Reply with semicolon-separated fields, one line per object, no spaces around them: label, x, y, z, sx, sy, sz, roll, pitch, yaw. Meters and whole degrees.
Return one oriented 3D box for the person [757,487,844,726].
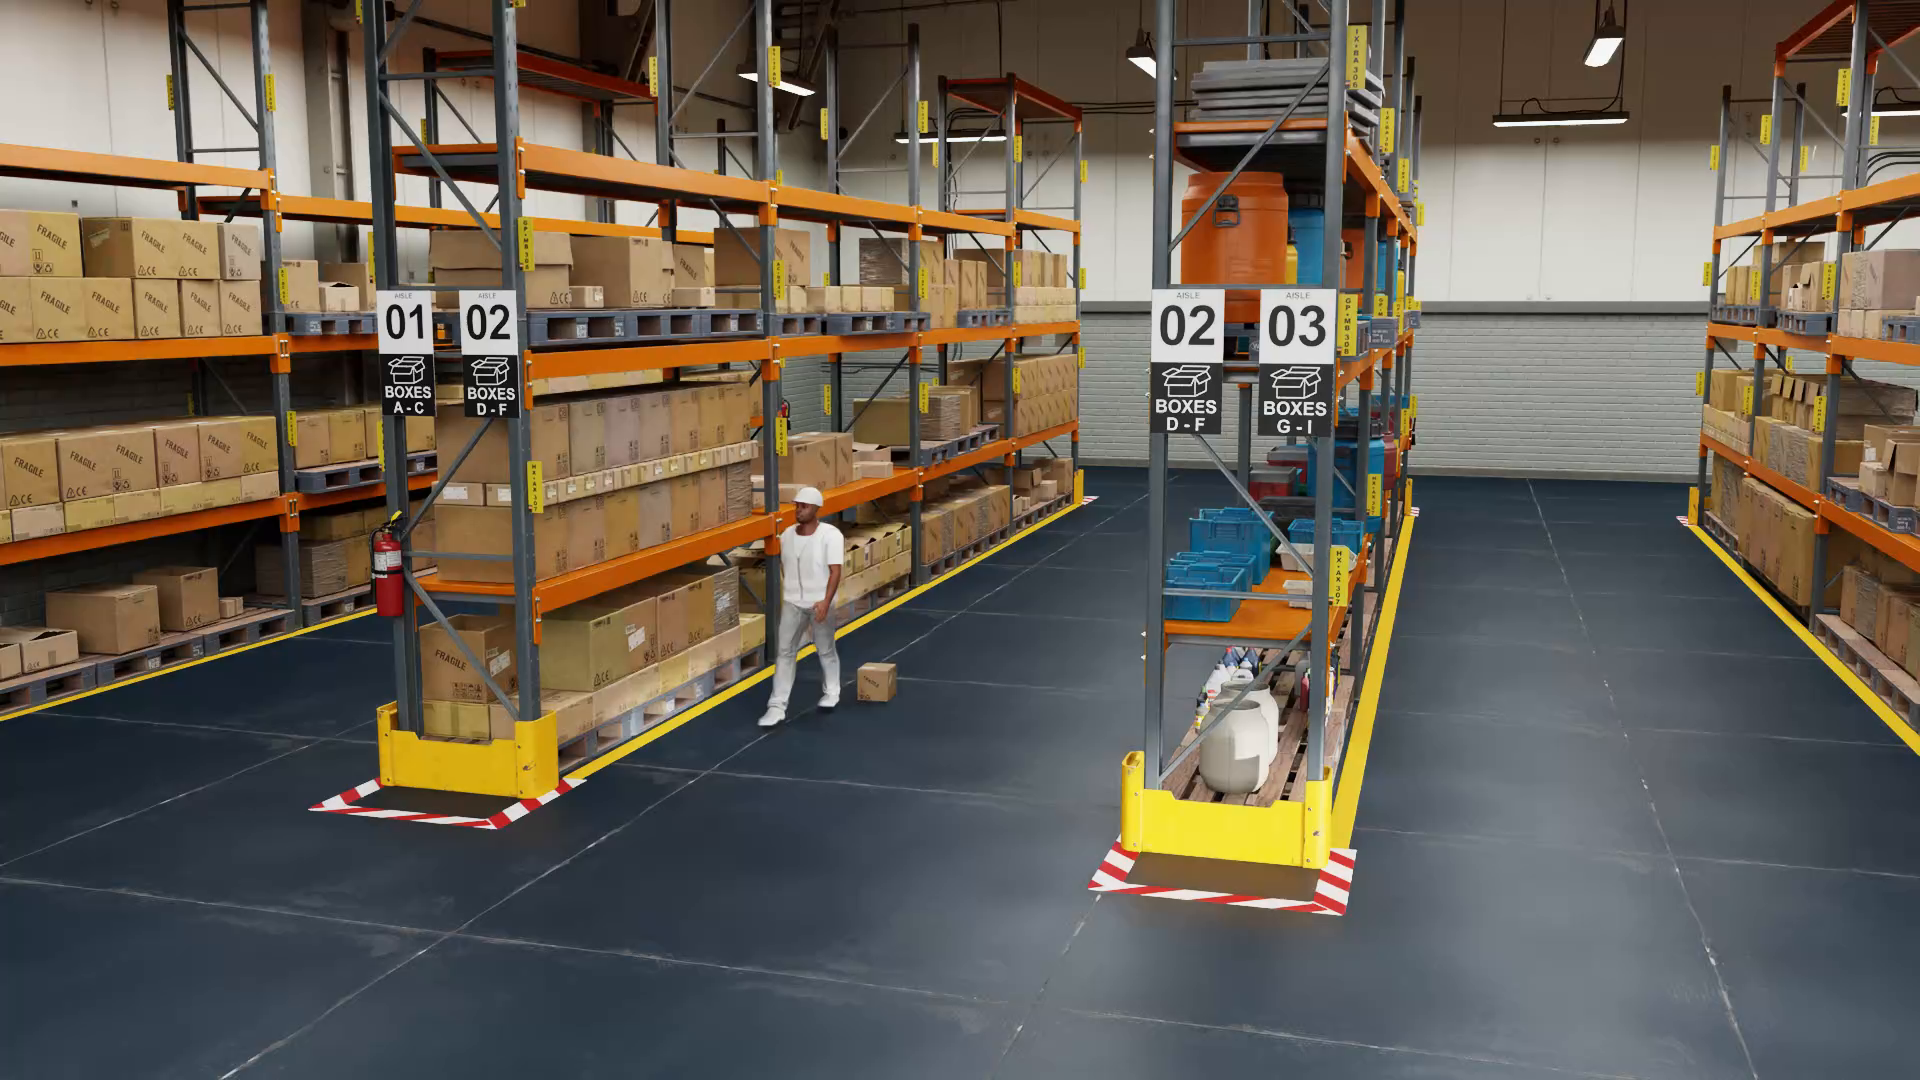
person;-1.164;0.468;12.407;0.566;1.709;1.004;3;9;19
